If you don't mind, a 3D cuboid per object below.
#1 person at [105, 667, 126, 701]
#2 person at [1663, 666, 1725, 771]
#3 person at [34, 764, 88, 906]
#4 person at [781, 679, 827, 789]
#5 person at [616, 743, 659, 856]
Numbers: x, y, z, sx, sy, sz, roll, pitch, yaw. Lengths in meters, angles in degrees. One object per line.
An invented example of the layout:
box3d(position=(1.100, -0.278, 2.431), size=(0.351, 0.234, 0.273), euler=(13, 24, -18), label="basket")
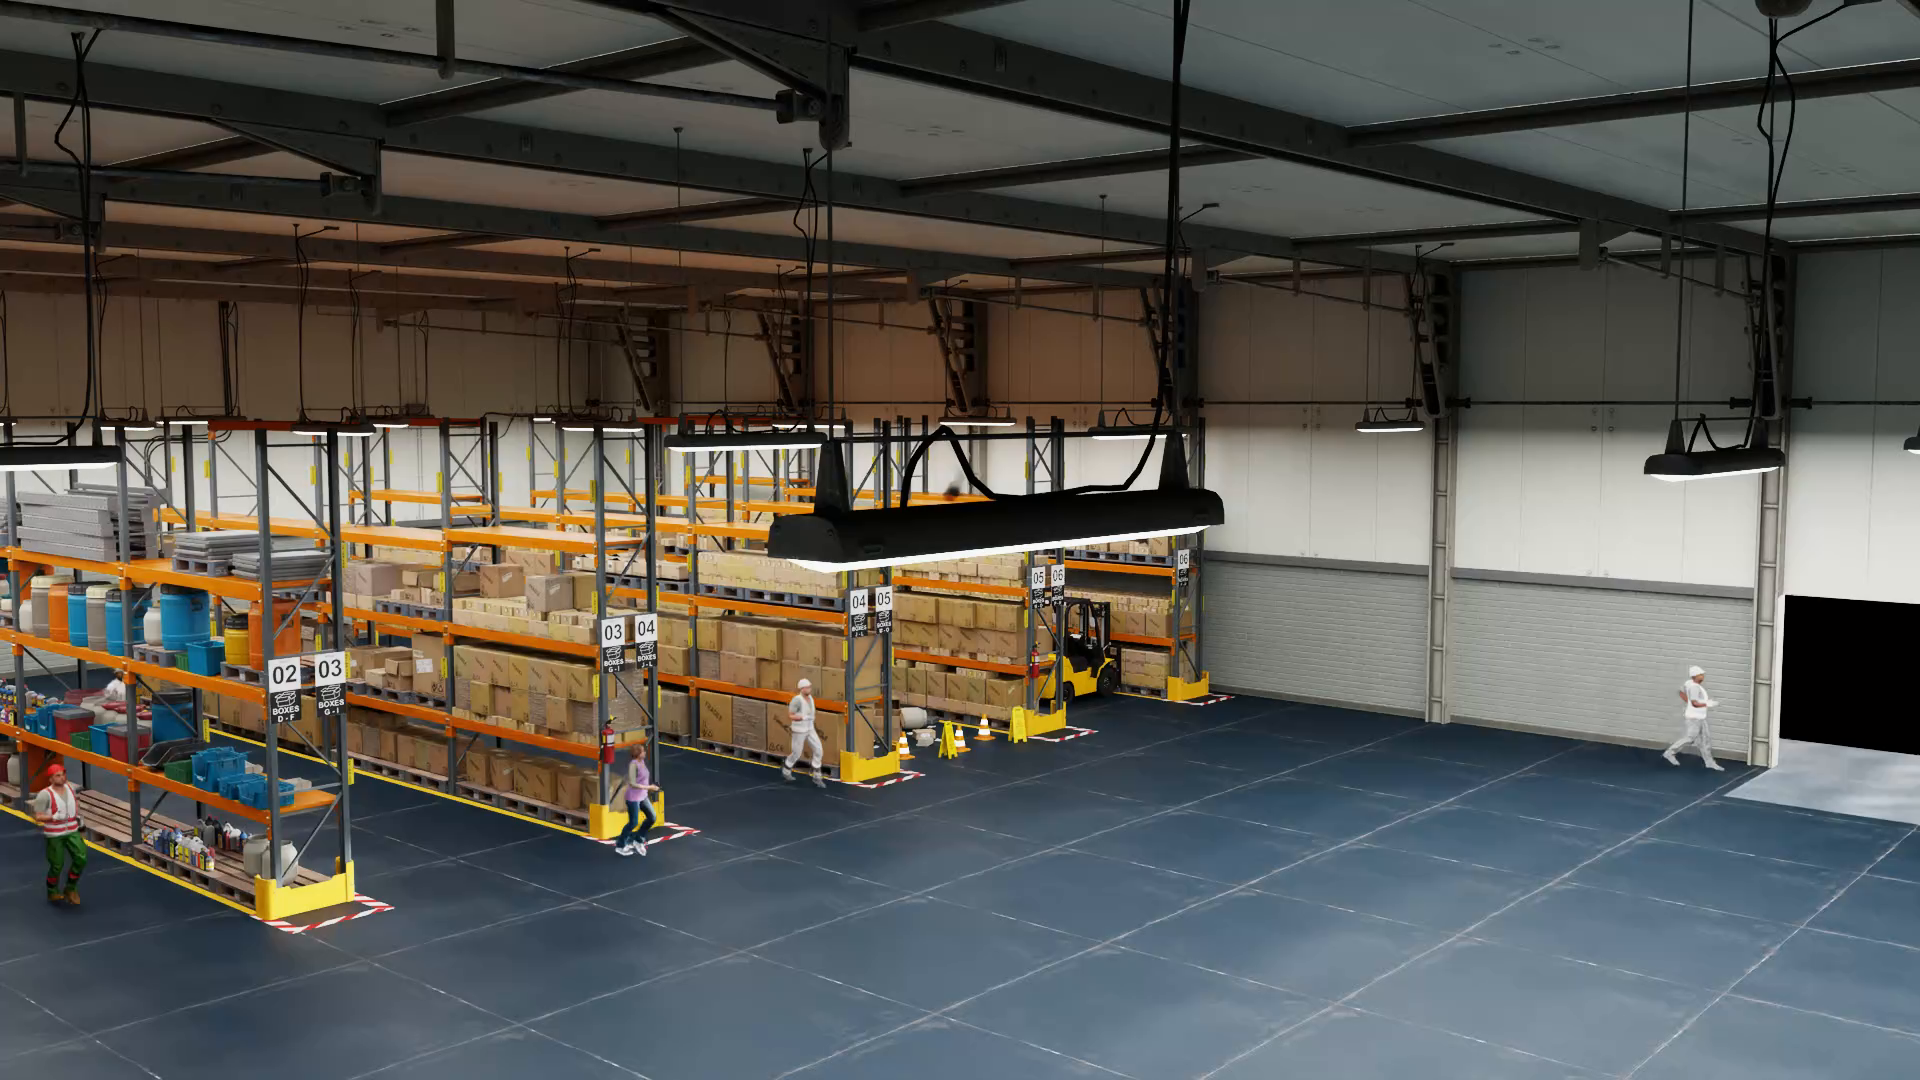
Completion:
box3d(position=(-14.973, 3.038, 29.707), size=(0.583, 1.650, 0.573), euler=(3, 6, 32), label="person")
box3d(position=(12.594, 3.047, 28.485), size=(0.978, 1.787, 0.682), euler=(2, 5, 26), label="person")
box3d(position=(-11.245, 3.710, 20.862), size=(0.681, 1.809, 0.635), euler=(3, 6, 34), label="person")
box3d(position=(-2.610, 3.173, 27.362), size=(0.875, 1.818, 0.671), euler=(4, 6, 38), label="person")
box3d(position=(-4.474, 3.616, 23.159), size=(0.651, 1.603, 0.562), euler=(1, 5, 13), label="person")
